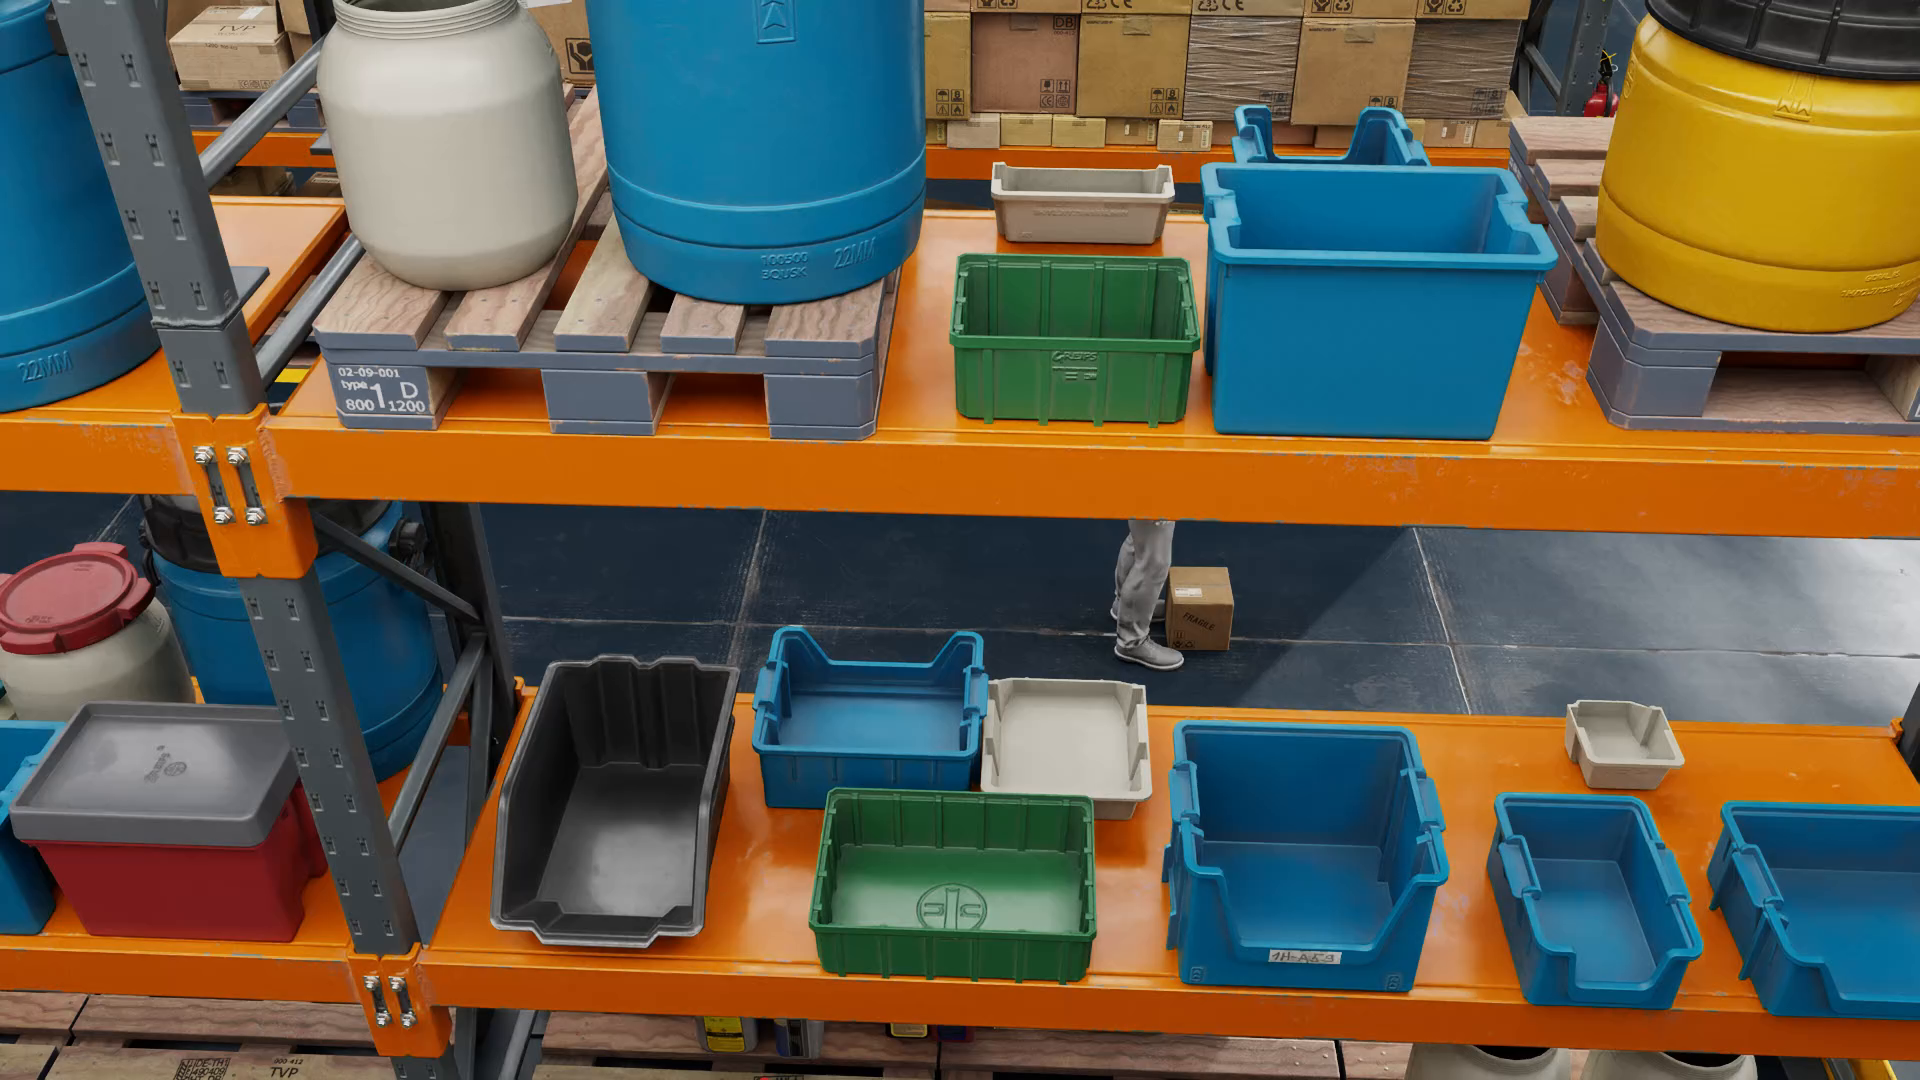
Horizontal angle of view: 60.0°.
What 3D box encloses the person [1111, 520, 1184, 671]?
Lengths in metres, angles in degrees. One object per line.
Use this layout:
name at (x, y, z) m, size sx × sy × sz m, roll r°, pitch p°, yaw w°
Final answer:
person at (0.756, -0.284, 6.537) m, size 0.371 × 1.664 × 0.530 m, roll 2°, pitch 36°, yaw 2°
